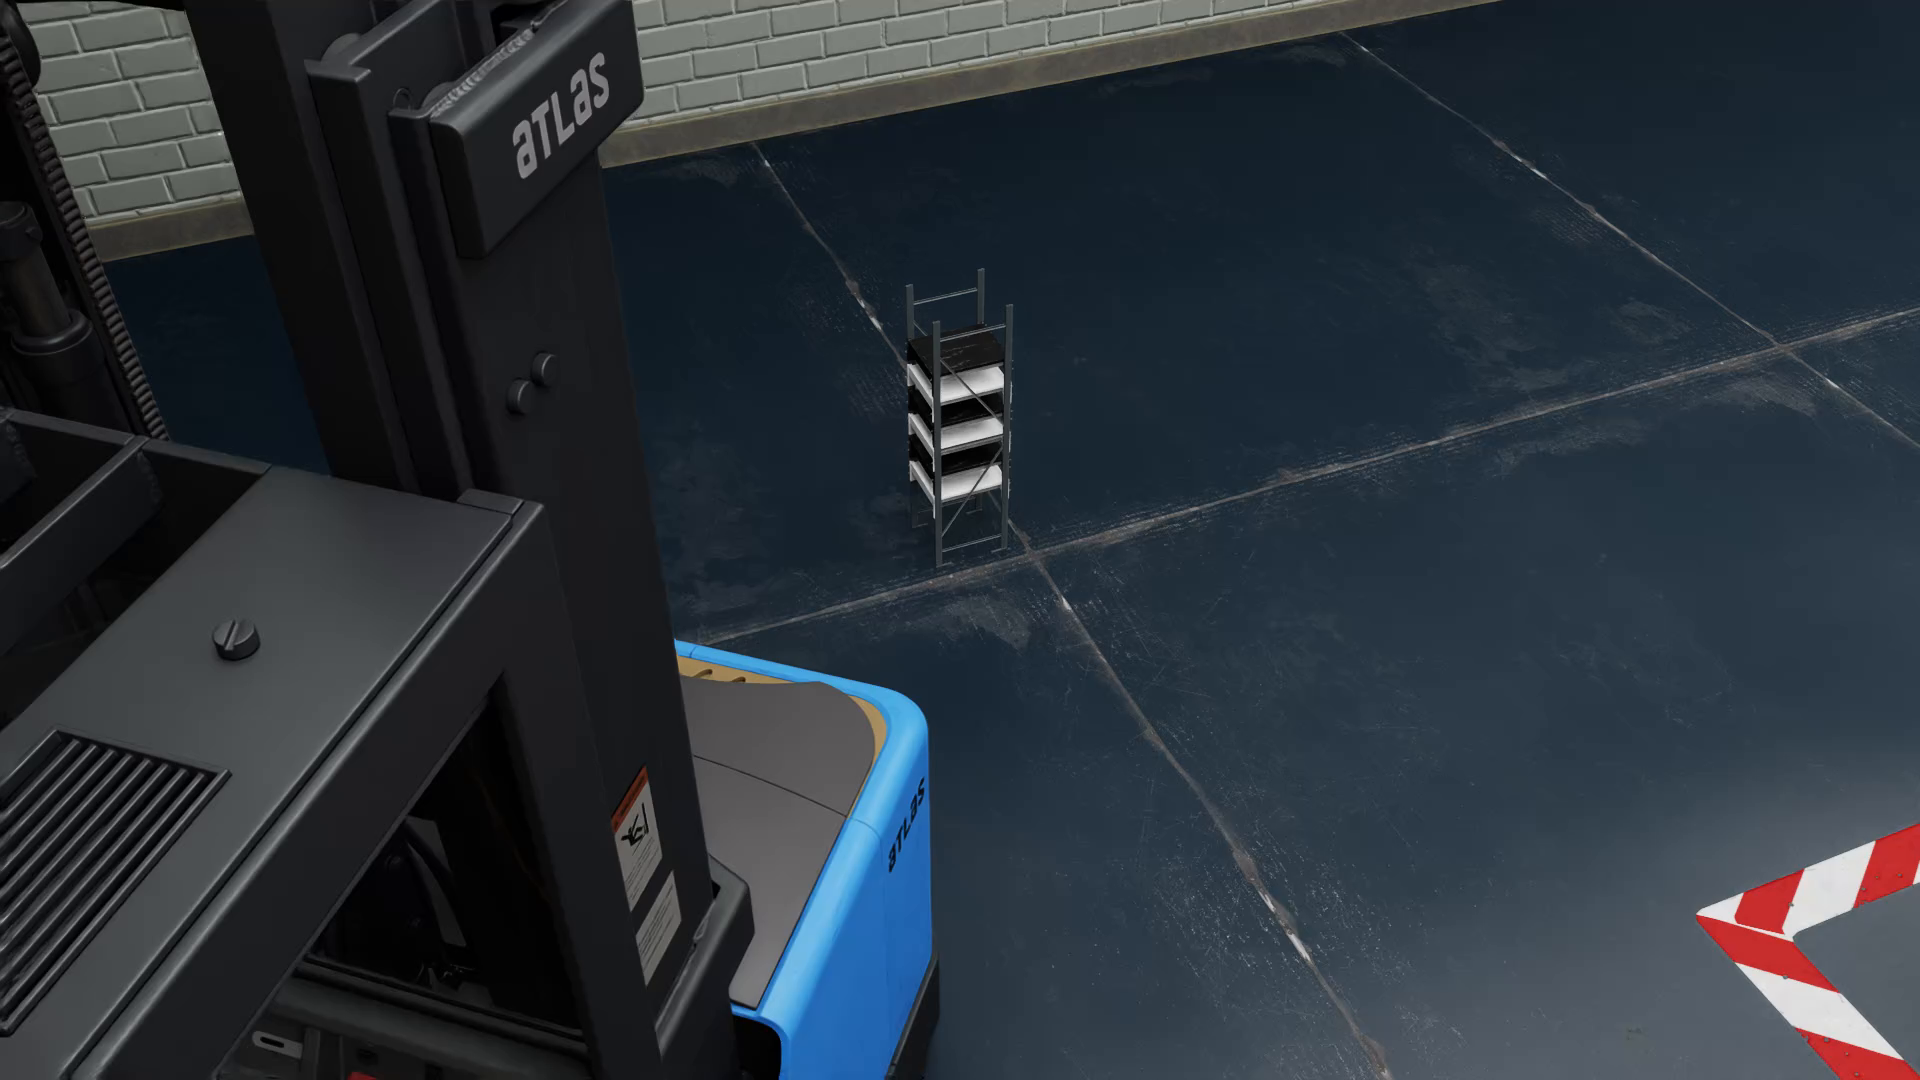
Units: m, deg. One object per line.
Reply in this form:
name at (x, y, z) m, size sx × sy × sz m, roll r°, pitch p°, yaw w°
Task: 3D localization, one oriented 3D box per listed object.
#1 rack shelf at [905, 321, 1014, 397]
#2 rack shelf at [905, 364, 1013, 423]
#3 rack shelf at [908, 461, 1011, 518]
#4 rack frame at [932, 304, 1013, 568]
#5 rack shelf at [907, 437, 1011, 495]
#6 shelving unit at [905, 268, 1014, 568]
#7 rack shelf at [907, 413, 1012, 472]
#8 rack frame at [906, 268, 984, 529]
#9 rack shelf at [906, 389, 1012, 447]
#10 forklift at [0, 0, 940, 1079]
rack shelf at (-0.003, -0.526, 4.808) m, size 0.258 × 0.077 × 0.200 m, roll -15°, pitch 43°, yaw -17°
rack shelf at (-0.003, -0.457, 4.867) m, size 0.258 × 0.077 × 0.200 m, roll -15°, pitch 43°, yaw -17°
rack shelf at (-0.003, -0.184, 5.101) m, size 0.258 × 0.077 × 0.200 m, roll -15°, pitch 43°, yaw -17°
rack frame at (0.036, -0.285, 4.891) m, size 0.240 × 0.900 × 0.006 m, roll -15°, pitch 43°, yaw -17°
rack shelf at (-0.003, -0.253, 5.043) m, size 0.258 × 0.077 × 0.200 m, roll -15°, pitch 43°, yaw -17°
shelving unit at (-0.003, -0.346, 4.962) m, size 0.258 × 0.900 × 0.210 m, roll -15°, pitch 43°, yaw -17°
rack shelf at (-0.003, -0.321, 4.984) m, size 0.258 × 0.077 × 0.200 m, roll -15°, pitch 43°, yaw -17°
rack frame at (-0.042, -0.407, 5.034) m, size 0.240 × 0.900 × 0.006 m, roll -15°, pitch 43°, yaw -17°
rack shelf at (-0.003, -0.389, 4.925) m, size 0.258 × 0.077 × 0.200 m, roll -15°, pitch 43°, yaw -17°
forklift at (-0.975, 0.831, 2.036) m, size 1.130 × 2.935 × 3.031 m, roll 12°, pitch 42°, yaw 13°
